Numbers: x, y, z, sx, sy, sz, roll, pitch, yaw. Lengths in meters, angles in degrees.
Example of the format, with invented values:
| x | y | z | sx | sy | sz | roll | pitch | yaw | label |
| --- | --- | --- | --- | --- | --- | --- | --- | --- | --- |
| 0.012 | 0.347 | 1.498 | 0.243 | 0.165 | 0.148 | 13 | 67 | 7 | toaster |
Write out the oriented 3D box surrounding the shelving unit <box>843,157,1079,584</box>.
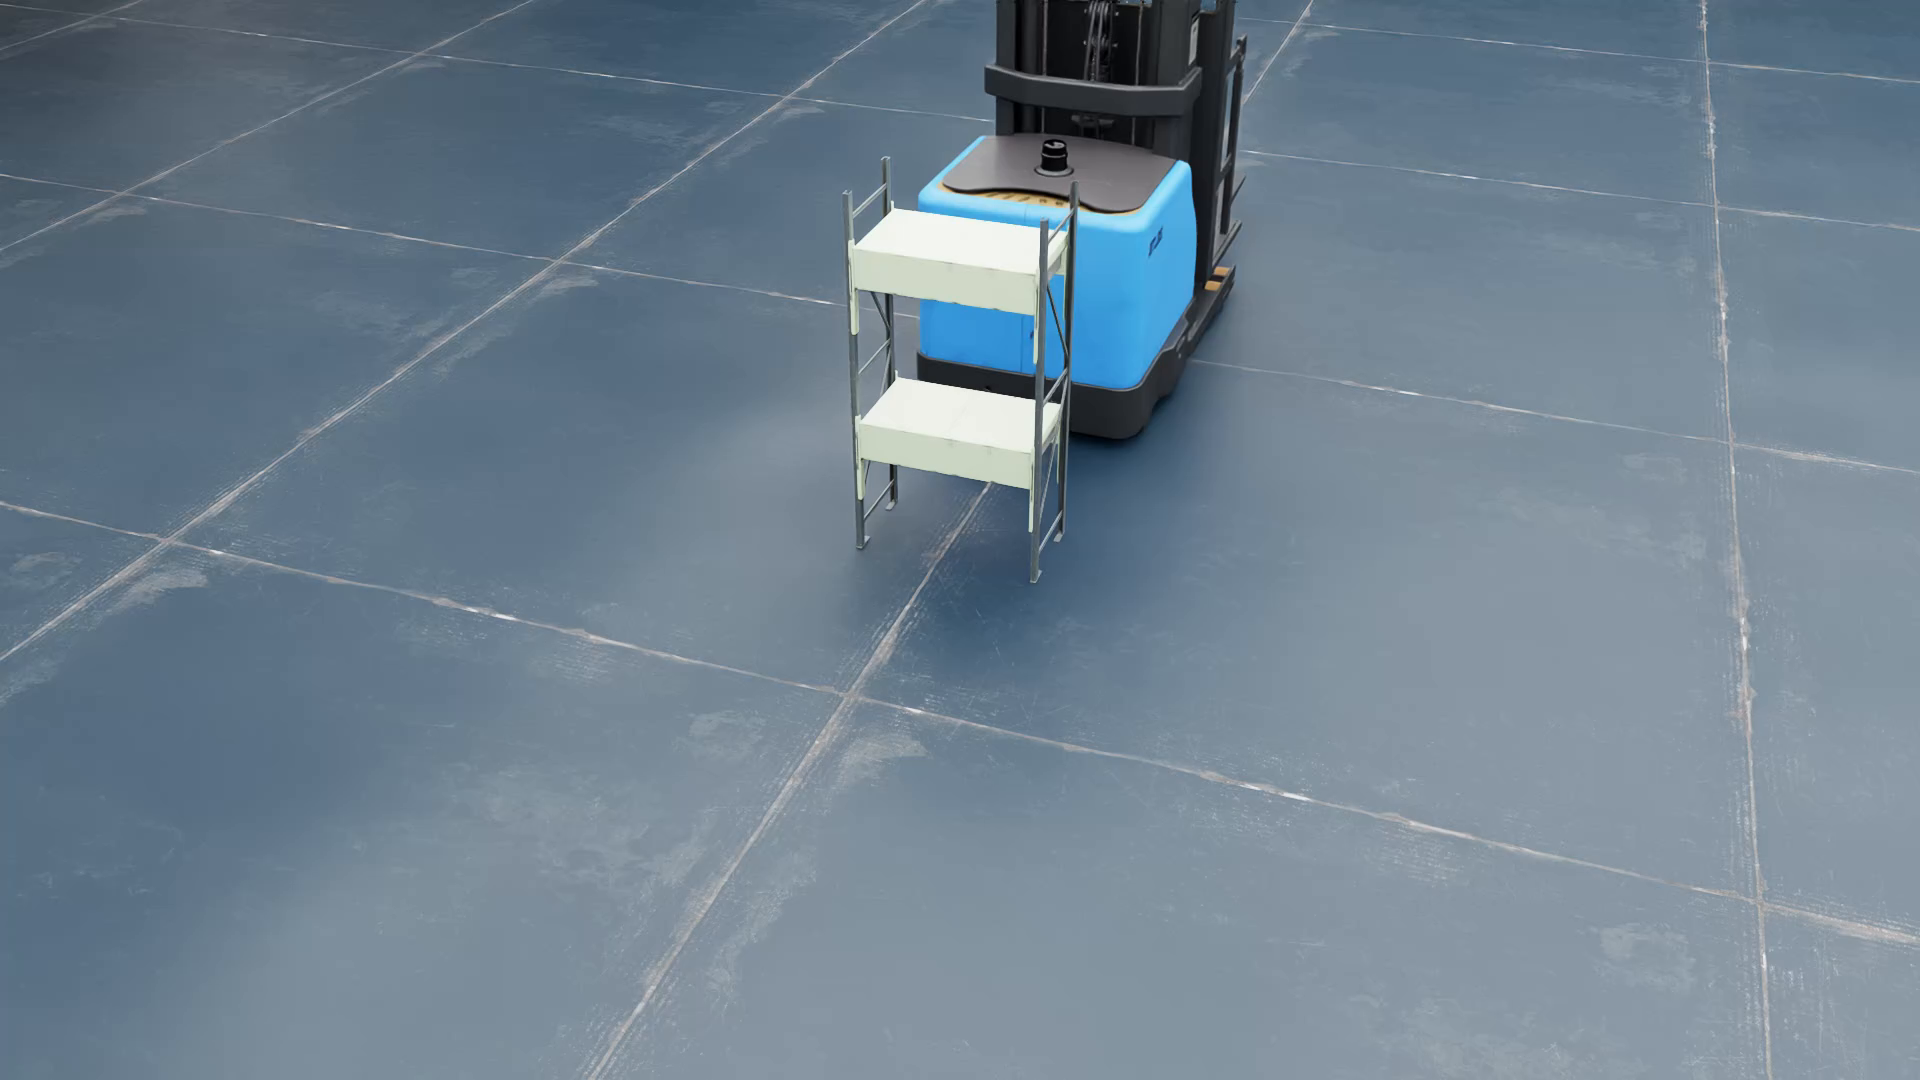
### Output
| x | y | z | sx | sy | sz | roll | pitch | yaw | label |
| --- | --- | --- | --- | --- | --- | --- | --- | --- | --- |
| 0.006 | -0.629 | 6.341 | 0.755 | 1.500 | 0.431 | 11 | 34 | 16 | shelving unit |

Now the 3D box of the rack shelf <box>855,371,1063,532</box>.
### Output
| x | y | z | sx | sy | sz | roll | pitch | yaw | label |
| --- | --- | --- | --- | --- | --- | --- | --- | --- | --- |
| 0.006 | -0.355 | 6.518 | 0.720 | 0.370 | 0.431 | 11 | 34 | 16 | rack shelf |

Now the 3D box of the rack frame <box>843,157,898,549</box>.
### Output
| x | y | z | sx | sy | sz | roll | pitch | yaw | label |
| --- | --- | --- | --- | --- | --- | --- | --- | --- | --- |
| -0.338 | -0.696 | 6.445 | 0.023 | 1.500 | 0.400 | 11 | 34 | 16 | rack frame |

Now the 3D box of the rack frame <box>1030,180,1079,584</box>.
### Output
| x | y | z | sx | sy | sz | roll | pitch | yaw | label |
| --- | --- | --- | --- | --- | --- | --- | --- | --- | --- |
| 0.351 | -0.562 | 6.238 | 0.023 | 1.500 | 0.400 | 11 | 34 | 16 | rack frame |

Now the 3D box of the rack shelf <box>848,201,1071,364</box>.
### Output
| x | y | z | sx | sy | sz | roll | pitch | yaw | label |
| --- | --- | --- | --- | --- | --- | --- | --- | --- | --- |
| 0.006 | -0.957 | 6.130 | 0.720 | 0.370 | 0.431 | 11 | 34 | 16 | rack shelf |

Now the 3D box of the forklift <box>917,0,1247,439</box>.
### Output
| x | y | z | sx | sy | sz | roll | pitch | yaw | label |
| --- | --- | --- | --- | --- | --- | --- | --- | --- | --- |
| 0.800 | -2.467 | 7.868 | 1.130 | 2.935 | 3.031 | 12 | 35 | 17 | forklift |
